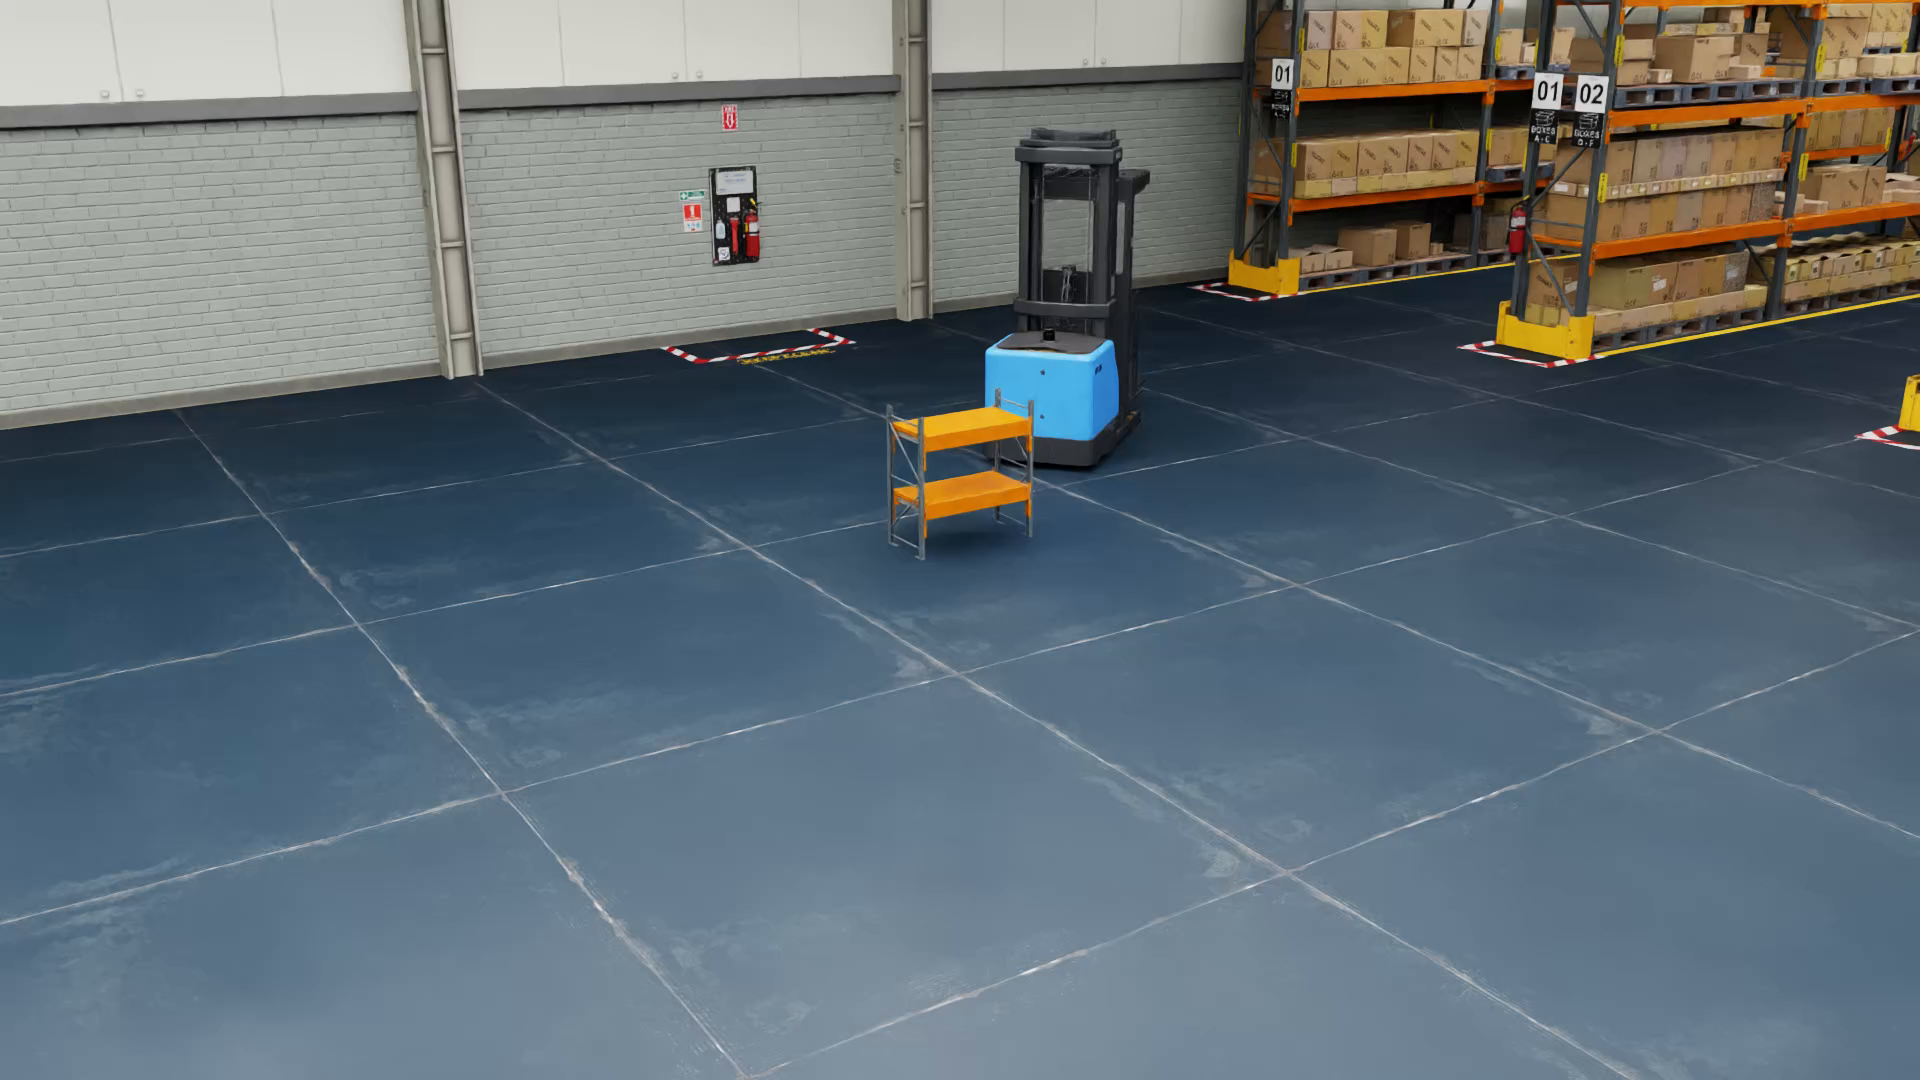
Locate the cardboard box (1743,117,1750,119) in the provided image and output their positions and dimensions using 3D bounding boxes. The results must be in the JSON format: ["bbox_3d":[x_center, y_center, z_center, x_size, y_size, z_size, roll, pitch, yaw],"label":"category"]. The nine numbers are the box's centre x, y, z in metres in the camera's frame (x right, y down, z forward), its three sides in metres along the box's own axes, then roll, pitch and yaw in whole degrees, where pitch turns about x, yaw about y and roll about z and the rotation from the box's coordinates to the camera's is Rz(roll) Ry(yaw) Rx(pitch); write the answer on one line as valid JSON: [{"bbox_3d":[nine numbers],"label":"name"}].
[{"bbox_3d":[13.216,-7.382,28.573,0.500,0.250,0.500,-11,22,-30],"label":"cardboard box"}]

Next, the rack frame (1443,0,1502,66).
[{"bbox_3d":[7.643,-8.590,24.602,0.127,3.000,1.000,-12,22,-31],"label":"rack frame"}]

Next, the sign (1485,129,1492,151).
[{"bbox_3d":[7.947,-6.014,24.998,0.005,0.325,0.100,-12,22,-31],"label":"sign"}]

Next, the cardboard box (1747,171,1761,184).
[{"bbox_3d":[9.836,-4.583,20.948,0.250,0.149,0.380,-13,22,-33],"label":"cardboard box"}]

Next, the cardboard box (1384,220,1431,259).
[{"bbox_3d":[6.798,-4.578,25.320,0.500,0.500,0.500,-14,23,-35],"label":"cardboard box"}]

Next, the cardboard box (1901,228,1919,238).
[{"bbox_3d":[14.363,-4.380,24.732,0.500,0.500,0.500,-11,22,-29],"label":"cardboard box"}]

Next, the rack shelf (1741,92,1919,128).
[{"bbox_3d":[12.040,-5.856,22.322,4.000,0.370,1.077,-12,22,-31],"label":"rack shelf"}]

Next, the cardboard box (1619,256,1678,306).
[{"bbox_3d":[8.427,-3.185,20.450,0.500,0.500,0.500,-12,22,-31],"label":"cardboard box"}]

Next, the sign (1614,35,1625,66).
[{"bbox_3d":[7.330,-5.442,18.486,0.005,0.325,0.100,-12,22,-31],"label":"sign"}]

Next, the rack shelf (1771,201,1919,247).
[{"bbox_3d":[12.040,-4.435,22.802,4.000,0.370,1.077,-12,22,-31],"label":"rack shelf"}]

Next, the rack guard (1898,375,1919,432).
[{"bbox_3d":[9.788,-1.235,16.117,0.348,0.500,1.175,-12,22,-31],"label":"rack guard"}]

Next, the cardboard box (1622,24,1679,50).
[{"bbox_3d":[11.349,-8.228,27.373,0.500,0.500,0.700,-14,23,-36],"label":"cardboard box"}]

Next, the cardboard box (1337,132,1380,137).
[{"bbox_3d":[5.854,-5.744,24.582,0.500,0.500,0.500,-12,22,-31],"label":"cardboard box"}]

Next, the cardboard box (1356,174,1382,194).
[{"bbox_3d":[5.739,-5.166,24.045,0.500,0.250,0.500,-12,22,-32],"label":"cardboard box"}]

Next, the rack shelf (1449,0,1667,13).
[{"bbox_3d":[9.313,-8.412,25.823,4.000,0.370,1.077,-12,22,-31],"label":"rack shelf"}]

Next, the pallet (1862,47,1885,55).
[{"bbox_3d":[16.031,-8.891,30.314,1.213,0.211,1.003,-12,22,-31],"label":"pallet"}]

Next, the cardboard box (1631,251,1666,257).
[{"bbox_3d":[8.559,-3.412,21.121,0.500,0.500,0.500,-12,22,-31],"label":"cardboard box"}]

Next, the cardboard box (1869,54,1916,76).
[{"bbox_3d":[12.451,-6.387,22.348,0.500,0.250,0.500,-12,22,-32],"label":"cardboard box"}]

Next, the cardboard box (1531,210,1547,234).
[{"bbox_3d":[9.100,-5.090,26.832,0.500,0.500,0.700,-12,22,-31],"label":"cardboard box"}]

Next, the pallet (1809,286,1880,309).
[{"bbox_3d":[11.984,-3.459,23.146,1.213,0.211,1.003,-12,22,-31],"label":"pallet"}]

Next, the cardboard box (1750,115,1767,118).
[{"bbox_3d":[13.642,-7.472,28.839,0.500,0.250,0.500,-11,22,-30],"label":"cardboard box"}]

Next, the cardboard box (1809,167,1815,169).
[{"bbox_3d":[16.072,-6.885,31.161,0.250,0.149,0.380,-12,22,-31],"label":"cardboard box"}]

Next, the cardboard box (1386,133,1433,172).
[{"bbox_3d":[6.578,-5.700,24.454,0.500,0.500,0.500,-13,22,-33],"label":"cardboard box"}]

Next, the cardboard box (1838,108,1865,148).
[{"bbox_3d":[16.001,-7.648,30.715,0.700,0.700,0.980,-13,23,-34],"label":"cardboard box"}]

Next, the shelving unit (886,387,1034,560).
[{"bbox_3d":[0.006,-0.534,13.068,1.048,1.125,0.538,-12,22,-31],"label":"shelving unit"}]

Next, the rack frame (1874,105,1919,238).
[{"bbox_3d":[13.711,-5.128,23.729,0.127,3.000,1.000,-12,22,-31],"label":"rack frame"}]

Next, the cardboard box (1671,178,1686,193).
[{"bbox_3d":[8.550,-4.312,20.148,0.250,0.149,0.380,-12,22,-32],"label":"cardboard box"}]

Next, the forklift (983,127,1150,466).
[{"bbox_3d":[1.171,-2.489,16.031,1.130,2.935,3.031,6,20,18],"label":"forklift"}]

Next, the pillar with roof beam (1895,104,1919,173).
[{"bbox_3d":[21.812,-10.259,29.539,0.400,9.000,9.100,-12,22,-31],"label":"pillar with roof beam"}]

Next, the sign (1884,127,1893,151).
[{"bbox_3d":[13.404,-5.782,23.981,0.005,0.325,0.100,-12,22,-31],"label":"sign"}]

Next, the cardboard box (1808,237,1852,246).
[{"bbox_3d":[12.251,-4.092,23.428,0.500,0.311,0.500,-13,22,-33],"label":"cardboard box"}]

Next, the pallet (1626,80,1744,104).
[{"bbox_3d":[8.654,-5.432,20.082,1.213,0.211,1.003,-12,22,-31],"label":"pallet"}]

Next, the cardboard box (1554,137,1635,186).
[{"bbox_3d":[7.471,-4.469,19.598,0.500,0.500,0.700,-12,22,-31],"label":"cardboard box"}]

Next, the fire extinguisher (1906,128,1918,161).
[{"bbox_3d":[18.044,-7.551,31.600,0.183,0.674,0.296,-12,22,-31],"label":"fire extinguisher"}]

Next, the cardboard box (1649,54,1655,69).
[{"bbox_3d":[8.311,-5.734,20.104,0.500,0.311,0.500,-9,21,-25],"label":"cardboard box"}]

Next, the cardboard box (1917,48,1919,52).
[{"bbox_3d":[14.057,-6.682,23.487,0.500,0.500,0.910,-12,22,-31],"label":"cardboard box"}]

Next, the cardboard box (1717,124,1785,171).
[{"bbox_3d":[10.003,-5.005,21.185,0.500,0.500,0.700,-12,22,-31],"label":"cardboard box"}]

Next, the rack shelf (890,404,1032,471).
[{"bbox_3d":[0.006,-0.811,12.974,1.000,0.278,0.538,-12,22,-31],"label":"rack shelf"}]

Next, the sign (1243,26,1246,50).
[{"bbox_3d":[4.013,-7.036,23.306,0.005,0.325,0.100,-12,22,-31],"label":"sign"}]

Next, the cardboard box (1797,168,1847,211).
[{"bbox_3d":[11.460,-4.694,22.291,0.500,0.500,0.500,-10,21,-28],"label":"cardboard box"}]

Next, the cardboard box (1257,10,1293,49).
[{"bbox_3d":[4.518,-7.140,23.250,0.500,0.500,0.500,-11,21,-29],"label":"cardboard box"}]

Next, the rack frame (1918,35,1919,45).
[{"bbox_3d":[17.665,-10.703,30.854,0.127,3.000,1.000,-12,22,-31],"label":"rack frame"}]

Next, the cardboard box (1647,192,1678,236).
[{"bbox_3d":[8.280,-4.025,20.310,0.500,0.500,0.700,-12,22,-31],"label":"cardboard box"}]

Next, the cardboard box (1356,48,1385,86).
[{"bbox_3d":[5.618,-6.691,23.480,0.500,0.500,0.500,-11,21,-29],"label":"cardboard box"}]

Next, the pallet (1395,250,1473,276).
[{"bbox_3d":[7.101,-4.299,25.631,1.213,0.211,1.003,-12,22,-31],"label":"pallet"}]

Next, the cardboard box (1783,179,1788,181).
[{"bbox_3d":[15.426,-6.363,30.631,0.500,0.500,0.700,-12,22,-32],"label":"cardboard box"}]

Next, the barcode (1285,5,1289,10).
[{"bbox_3d":[4.620,-7.528,23.491,0.075,0.075,0.001,-12,22,-31],"label":"barcode"}]

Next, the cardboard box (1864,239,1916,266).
[{"bbox_3d":[12.978,-4.038,23.269,0.500,0.311,0.500,-12,22,-32],"label":"cardboard box"}]

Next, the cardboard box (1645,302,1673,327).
[{"bbox_3d":[8.433,-2.827,20.561,0.500,0.250,0.500,-12,22,-31],"label":"cardboard box"}]

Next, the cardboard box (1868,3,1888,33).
[{"bbox_3d":[16.348,-9.432,30.027,0.500,0.500,0.500,-13,23,-34],"label":"cardboard box"}]

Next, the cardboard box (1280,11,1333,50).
[{"bbox_3d":[4.757,-6.998,22.827,0.500,0.500,0.500,-14,23,-35],"label":"cardboard box"}]

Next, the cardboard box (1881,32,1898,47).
[{"bbox_3d":[16.765,-9.166,30.411,0.500,0.250,0.500,-13,23,-33],"label":"cardboard box"}]

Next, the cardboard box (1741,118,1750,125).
[{"bbox_3d":[13.232,-7.027,28.695,0.500,0.500,0.500,-12,22,-31],"label":"cardboard box"}]

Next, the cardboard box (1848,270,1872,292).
[{"bbox_3d":[12.127,-3.595,22.834,0.500,0.250,0.500,-11,22,-30],"label":"cardboard box"}]

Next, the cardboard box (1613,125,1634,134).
[{"bbox_3d":[10.596,-6.623,27.307,0.500,0.500,0.700,-15,24,-38],"label":"cardboard box"}]
